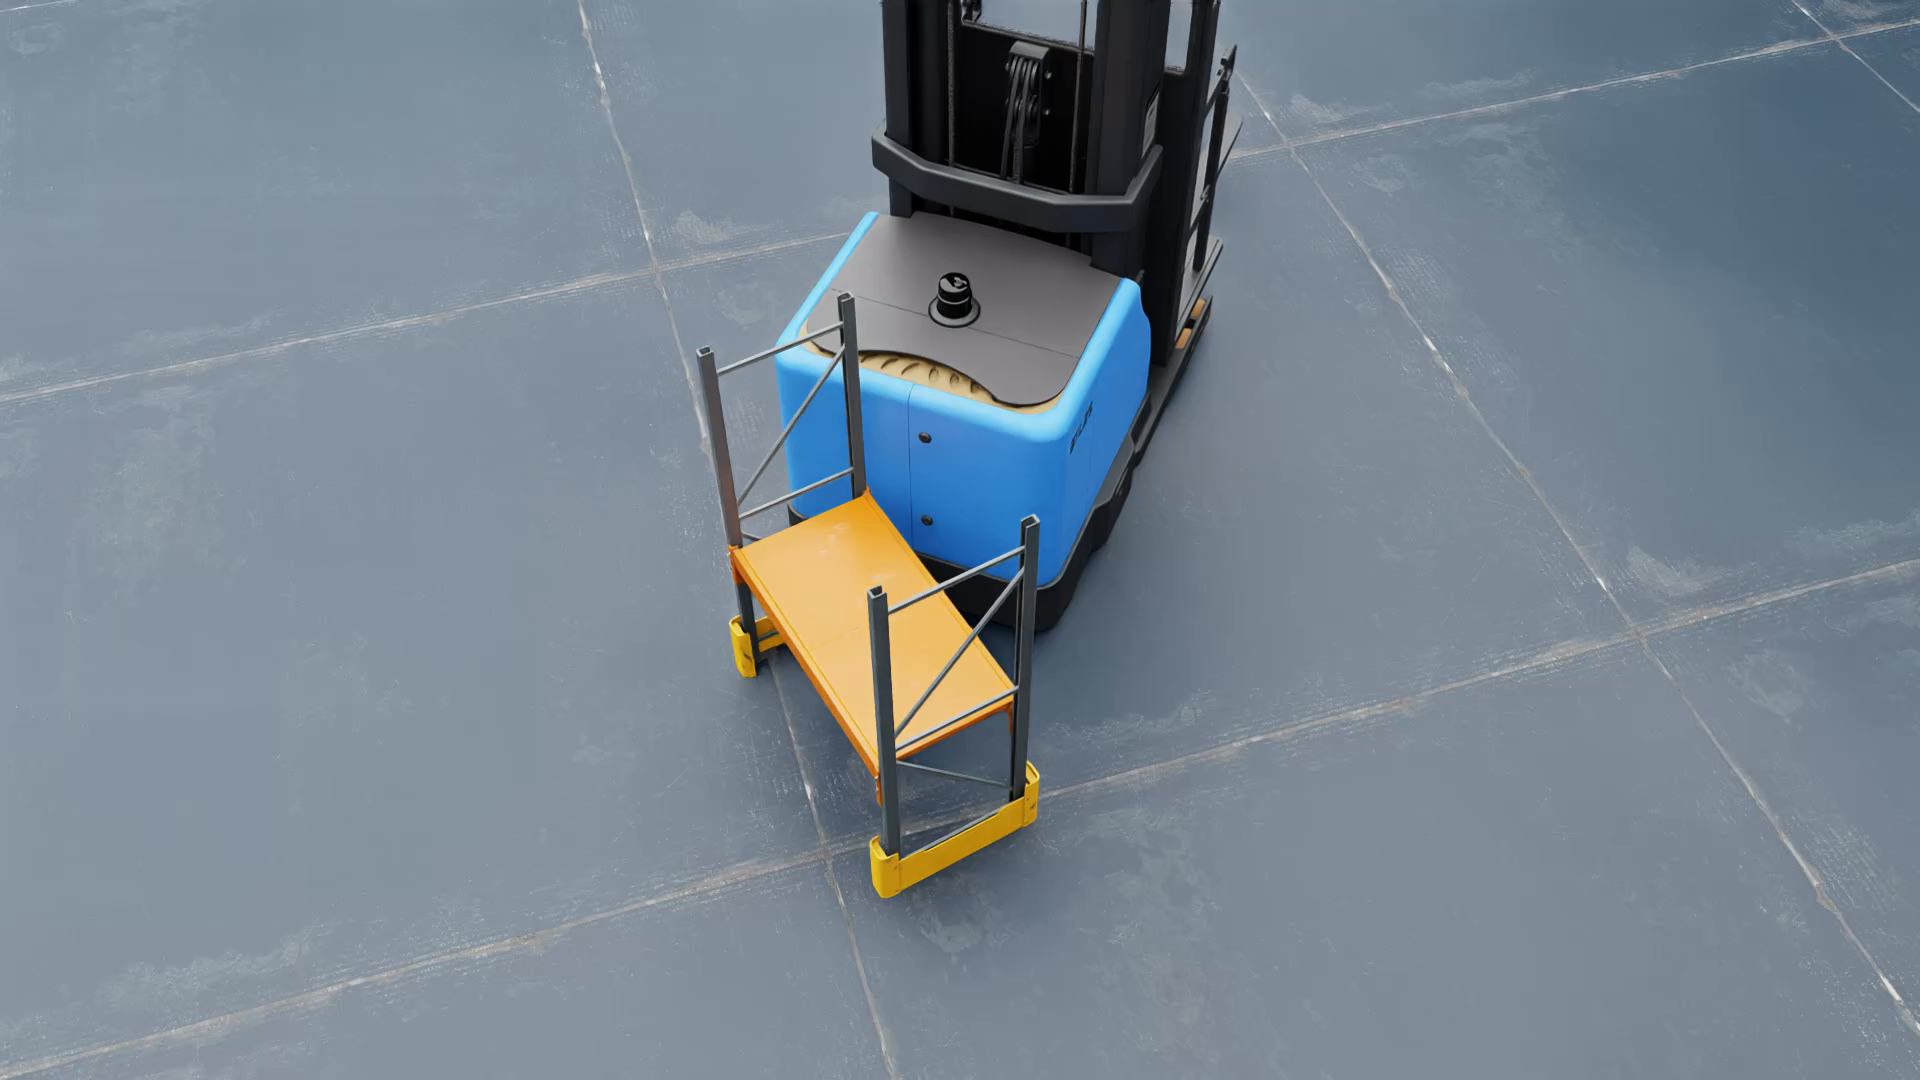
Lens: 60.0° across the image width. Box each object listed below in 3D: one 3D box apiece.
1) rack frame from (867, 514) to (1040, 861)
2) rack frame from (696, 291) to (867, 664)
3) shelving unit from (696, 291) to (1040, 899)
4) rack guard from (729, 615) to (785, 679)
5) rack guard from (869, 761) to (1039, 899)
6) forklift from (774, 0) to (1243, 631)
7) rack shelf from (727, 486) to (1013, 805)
[{"bbox_3d":[-0.013,0.523,4.828,0.500,1.500,0.032,-24,54,-19],"label":"rack frame"},{"bbox_3d":[-0.533,-0.145,5.392,0.500,1.500,0.032,-24,54,-19],"label":"rack frame"},{"bbox_3d":[-0.268,0.195,5.105,0.587,1.500,1.083,-24,54,-19],"label":"shelving unit"},{"bbox_3d":[-0.523,0.270,5.859,0.587,0.250,0.087,-24,54,-19],"label":"rack guard"},{"bbox_3d":[-0.013,0.925,5.307,0.587,0.250,0.087,-24,54,-19],"label":"rack guard"},{"bbox_3d":[0.405,-1.772,5.827,1.130,2.935,3.031,17,52,14],"label":"forklift"},{"bbox_3d":[-0.273,0.305,5.247,0.538,0.185,1.000,-24,54,-19],"label":"rack shelf"}]
